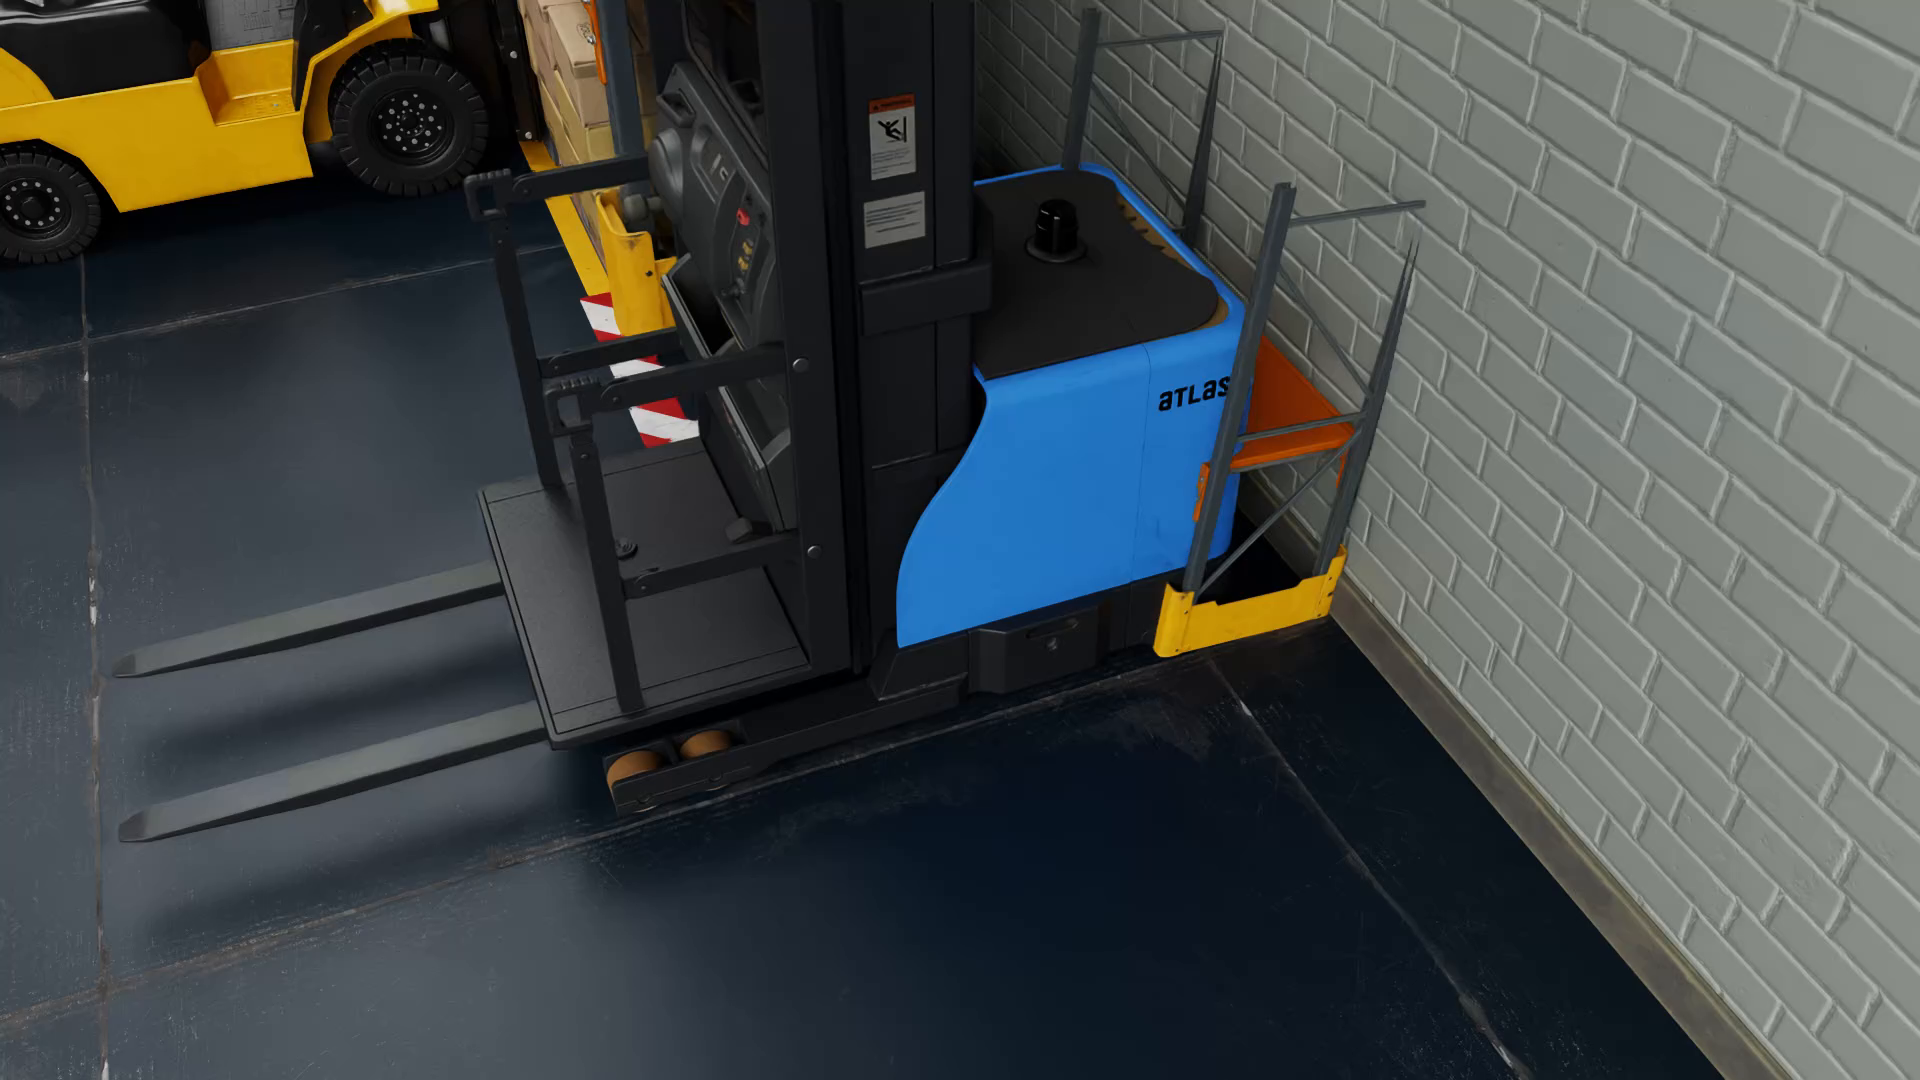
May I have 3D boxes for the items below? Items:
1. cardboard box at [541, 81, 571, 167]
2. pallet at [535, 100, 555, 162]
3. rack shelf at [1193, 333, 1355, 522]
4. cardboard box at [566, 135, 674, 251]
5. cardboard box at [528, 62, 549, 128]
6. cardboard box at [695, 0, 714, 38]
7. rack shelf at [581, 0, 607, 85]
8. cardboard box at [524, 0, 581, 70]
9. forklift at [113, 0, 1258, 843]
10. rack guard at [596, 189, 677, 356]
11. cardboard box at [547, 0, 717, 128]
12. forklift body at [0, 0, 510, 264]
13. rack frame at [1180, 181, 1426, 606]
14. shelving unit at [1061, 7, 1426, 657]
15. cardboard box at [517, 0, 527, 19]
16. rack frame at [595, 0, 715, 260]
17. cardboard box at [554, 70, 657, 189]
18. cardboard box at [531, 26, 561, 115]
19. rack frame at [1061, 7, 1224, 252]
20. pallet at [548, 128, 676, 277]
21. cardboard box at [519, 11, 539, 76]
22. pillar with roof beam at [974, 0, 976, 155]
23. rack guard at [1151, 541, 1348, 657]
[{"bbox_3d":[-1.366,-1.674,6.683,0.500,0.250,0.500,-15,43,-17],"label":"cardboard box"},{"bbox_3d":[-1.507,-2.178,7.621,1.003,0.211,1.213,-15,43,-17],"label":"pallet"},{"bbox_3d":[0.690,-0.476,4.895,0.538,0.185,1.000,-12,43,-21],"label":"rack shelf"},{"bbox_3d":[-1.185,-1.373,6.332,0.500,0.250,0.500,-15,43,-17],"label":"cardboard box"},{"bbox_3d":[-1.549,-1.978,7.036,0.500,0.250,0.500,-15,43,-16],"label":"cardboard box"},{"bbox_3d":[-0.722,-1.884,6.160,0.500,0.250,0.500,-16,43,-18],"label":"cardboard box"},{"bbox_3d":[-1.478,-2.984,6.971,1.077,0.370,4.000,-15,43,-17],"label":"rack shelf"},{"bbox_3d":[-1.378,-2.053,6.357,0.500,0.250,0.500,-14,43,-16],"label":"cardboard box"},{"bbox_3d":[-0.775,-0.782,3.912,3.031,2.935,1.130,-15,43,-17],"label":"forklift"},{"bbox_3d":[-0.704,-1.089,6.133,1.175,0.500,0.348,-15,43,-17],"label":"rack guard"},{"bbox_3d":[-1.177,-1.747,6.001,0.500,0.250,0.500,-14,43,-15],"label":"cardboard box"},{"bbox_3d":[-3.124,-2.417,6.411,2.313,2.155,1.214,-15,43,-17],"label":"forklift body"},{"bbox_3d":[0.904,-0.298,4.433,0.500,1.500,0.032,-12,43,-21],"label":"rack frame"},{"bbox_3d":[0.702,-0.618,4.786,0.587,1.500,1.083,-12,43,-21],"label":"shelving unit"},{"bbox_3d":[-1.581,-2.355,6.707,0.500,0.250,0.500,-15,43,-16],"label":"cardboard box"},{"bbox_3d":[-0.713,-2.052,5.335,1.000,3.000,0.127,-15,43,-17],"label":"rack frame"},{"bbox_3d":[-1.188,-1.573,6.182,0.500,0.250,0.500,-16,43,-17],"label":"cardboard box"},{"bbox_3d":[-1.370,-1.878,6.537,0.500,0.250,0.500,-16,43,-17],"label":"cardboard box"},{"bbox_3d":[0.507,-0.928,5.126,0.500,1.500,0.032,-12,43,-21],"label":"rack frame"},{"bbox_3d":[-1.044,-1.445,6.768,1.003,0.211,1.213,-15,43,-17],"label":"pallet"},{"bbox_3d":[-1.587,-2.184,6.892,0.500,0.250,0.500,-16,43,-18],"label":"cardboard box"},{"bbox_3d":[-4.124,-3.897,2.879,9.100,9.000,0.400,-15,43,-17],"label":"pillar with roof beam"},{"bbox_3d":[0.841,0.166,4.848,0.587,0.250,0.087,-12,43,-21],"label":"rack guard"}]
